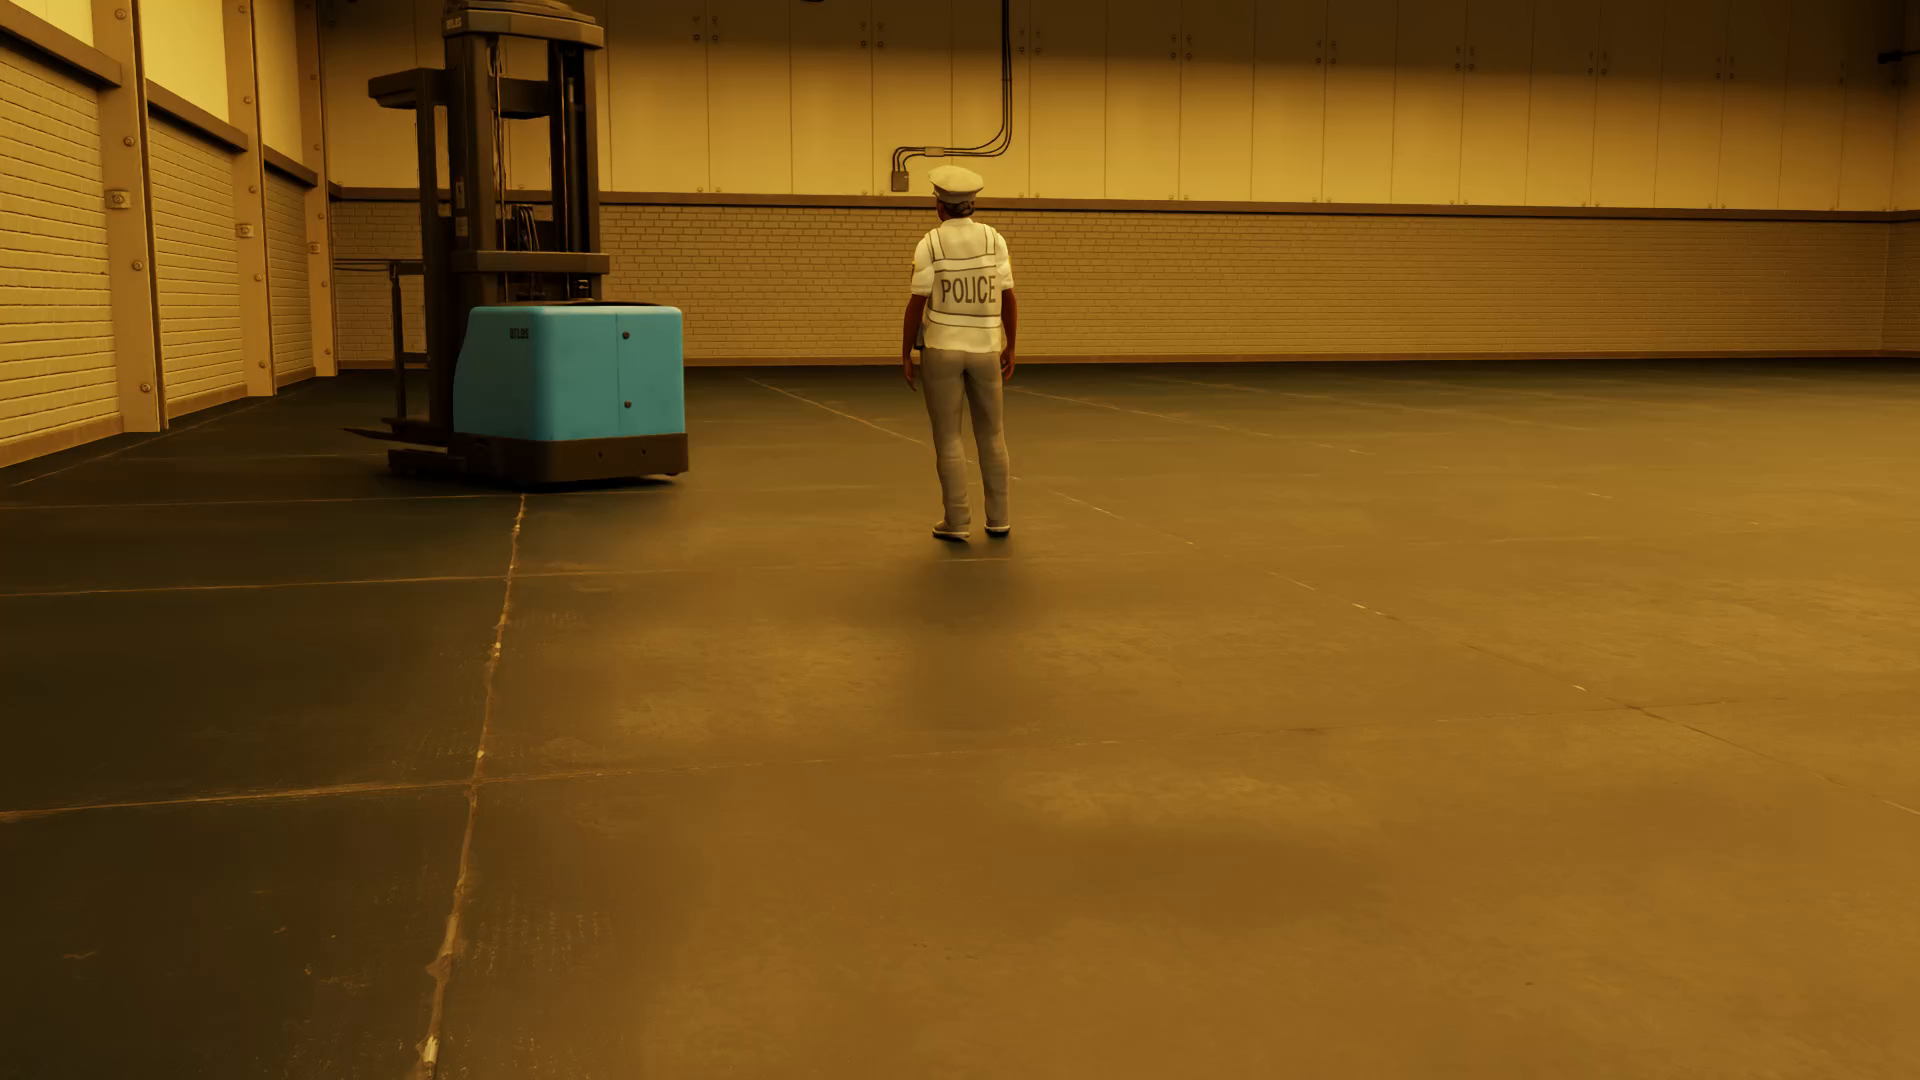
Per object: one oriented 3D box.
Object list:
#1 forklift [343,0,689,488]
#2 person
[{"bbox_3d":[-3.056,-1.901,10.714,1.130,2.935,3.031,-8,11,-44],"label":"forklift"},{"bbox_3d":[0.002,-0.857,7.666,0.569,1.695,0.528,-2,8,-13],"label":"person"}]
